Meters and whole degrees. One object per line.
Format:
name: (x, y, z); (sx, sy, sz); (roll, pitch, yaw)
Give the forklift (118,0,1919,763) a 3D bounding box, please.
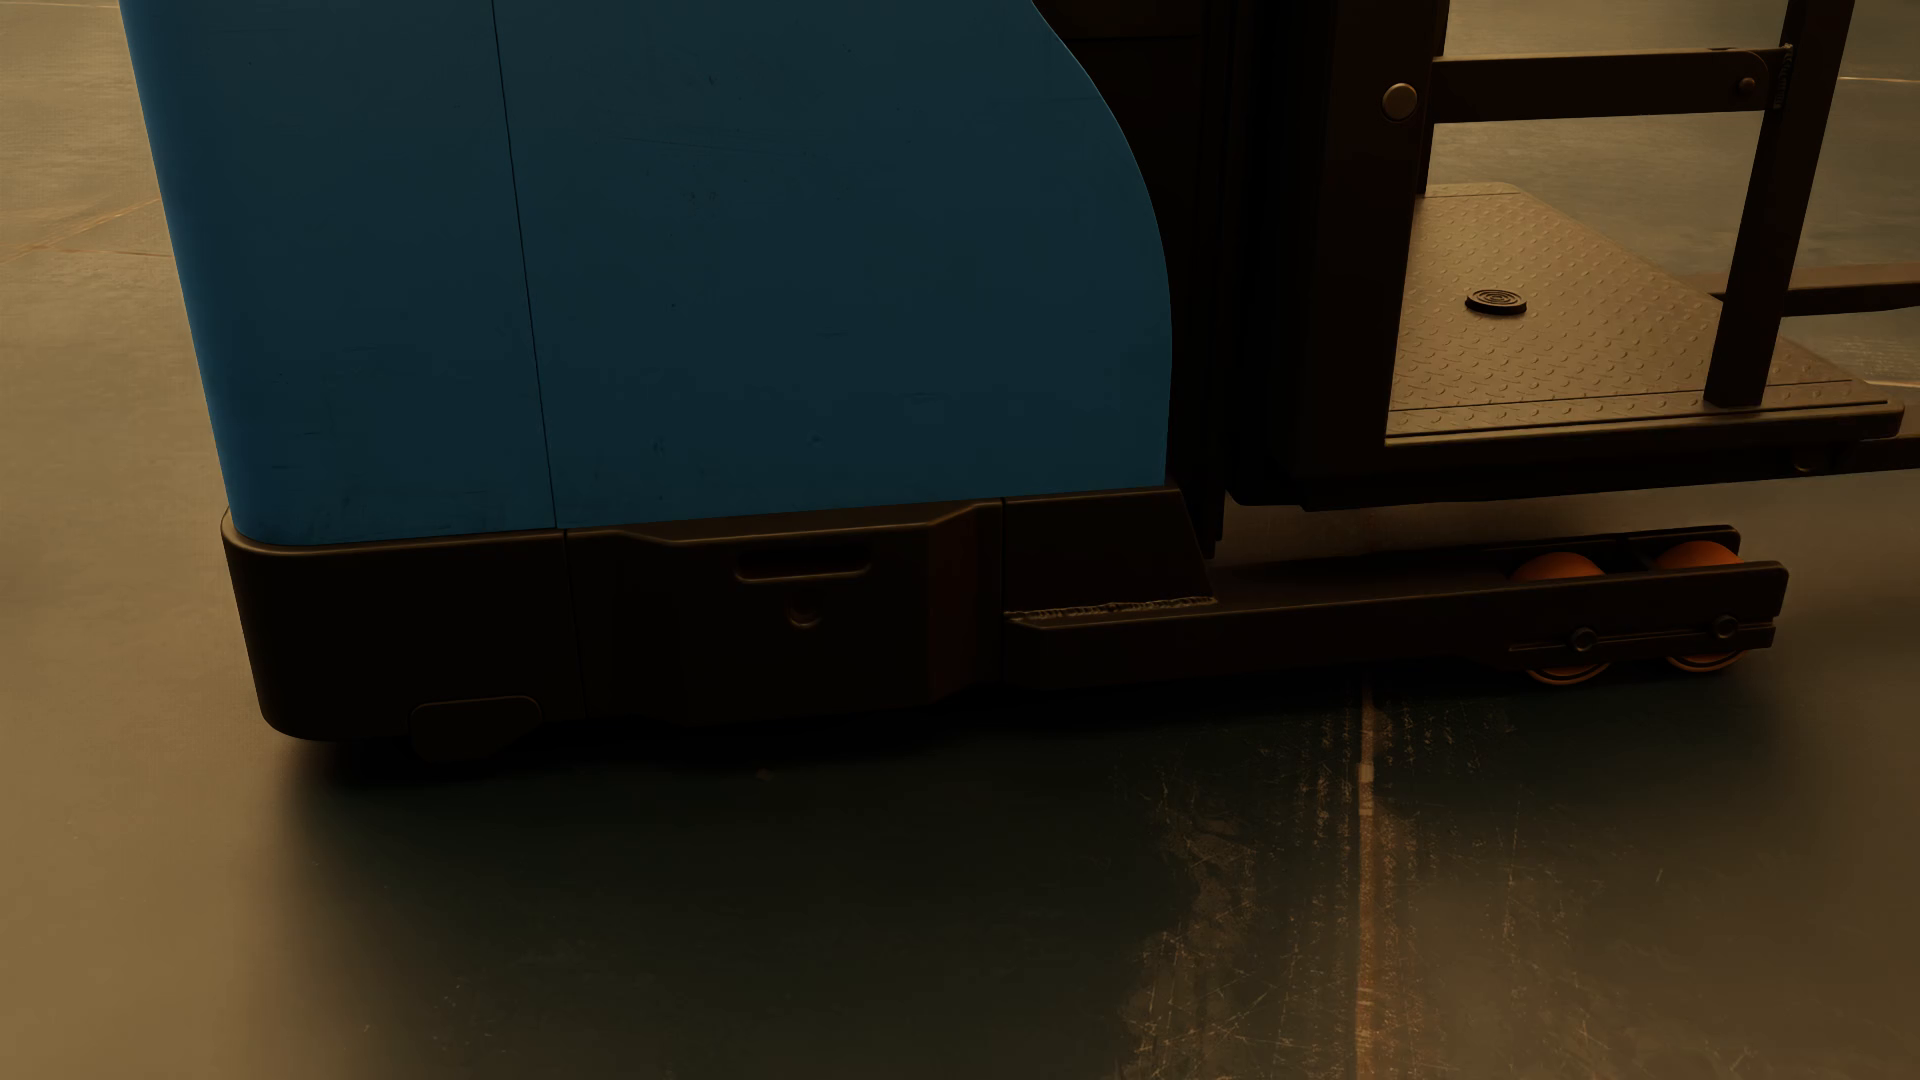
forklift: (0.600, -1.354, 1.930); (3.031, 2.935, 1.130); (-4, 27, -9)
